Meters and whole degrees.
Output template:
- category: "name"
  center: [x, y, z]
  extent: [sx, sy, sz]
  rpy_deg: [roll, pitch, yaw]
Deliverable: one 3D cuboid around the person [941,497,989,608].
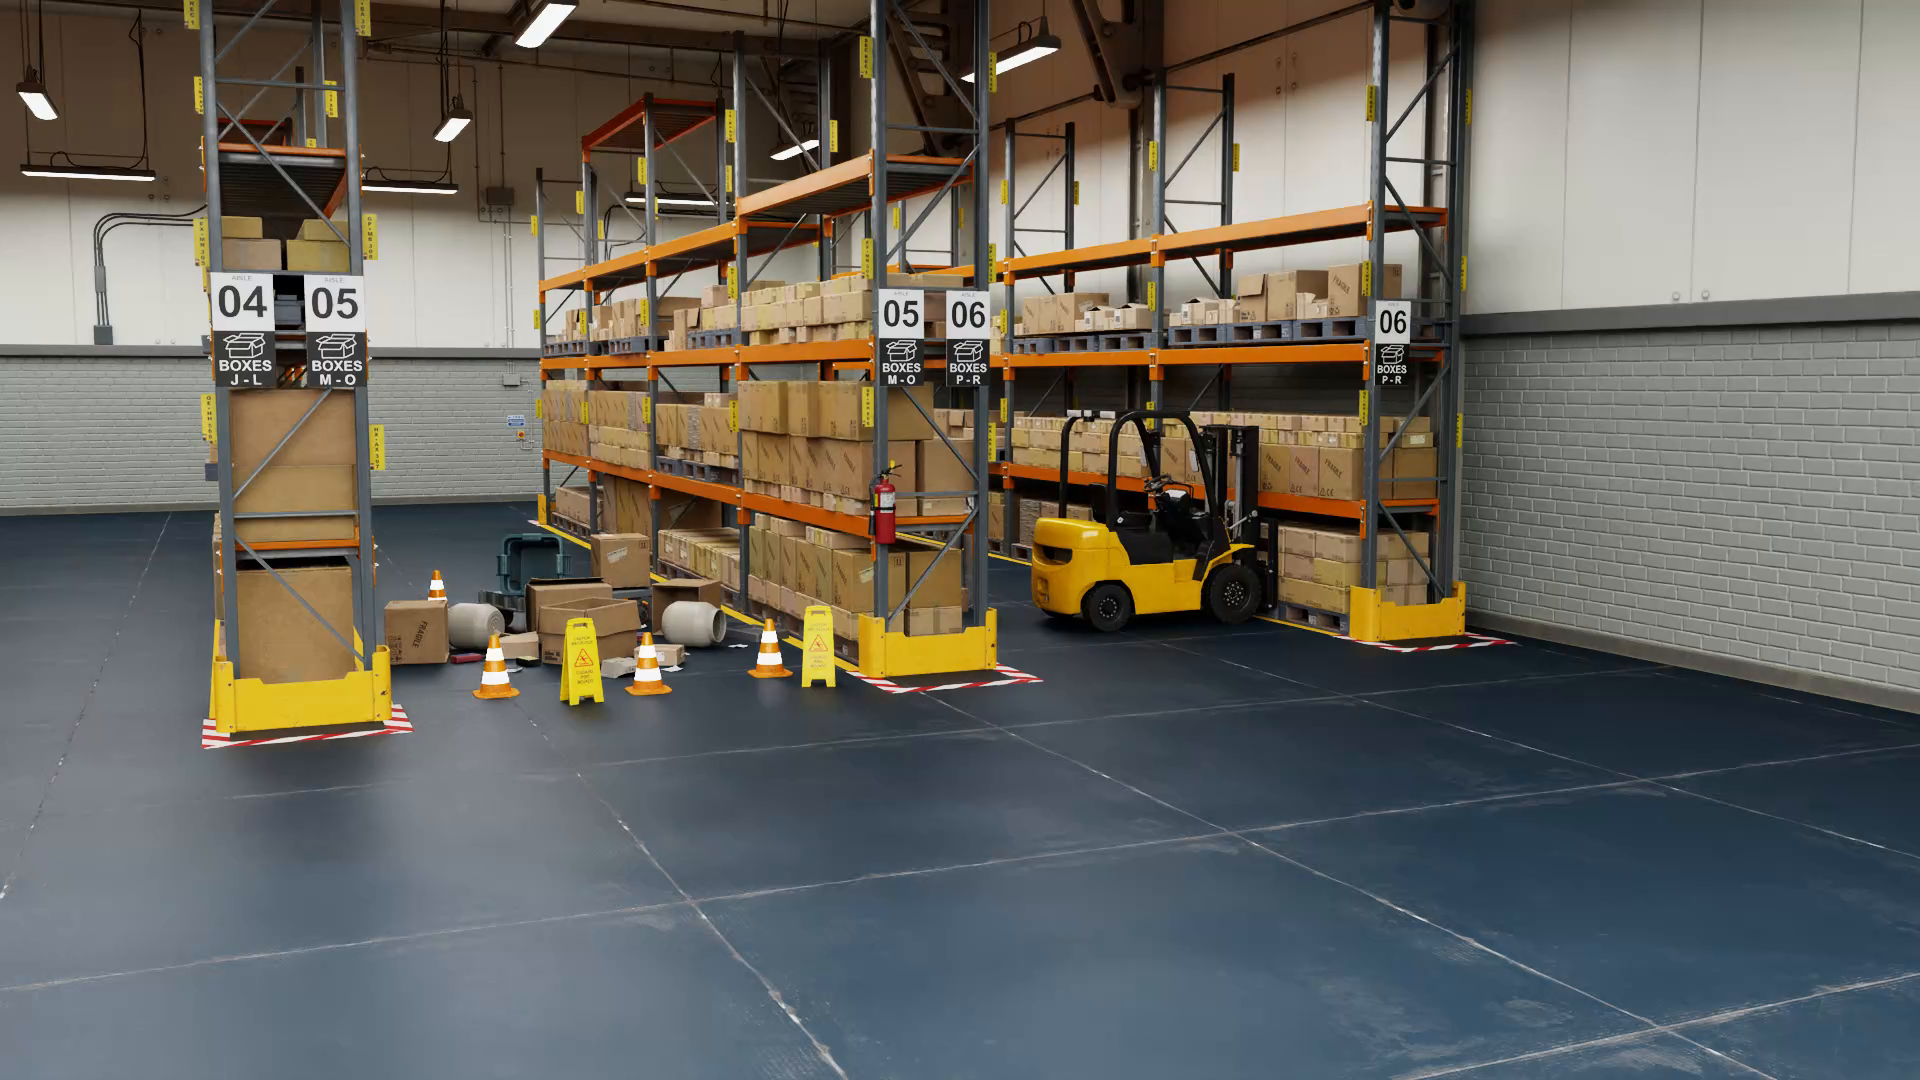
- category: "person"
  center: [0.005, -0.103, 17.804]
  extent: [0.570, 1.696, 0.529]
  rpy_deg: [4, 7, 34]
